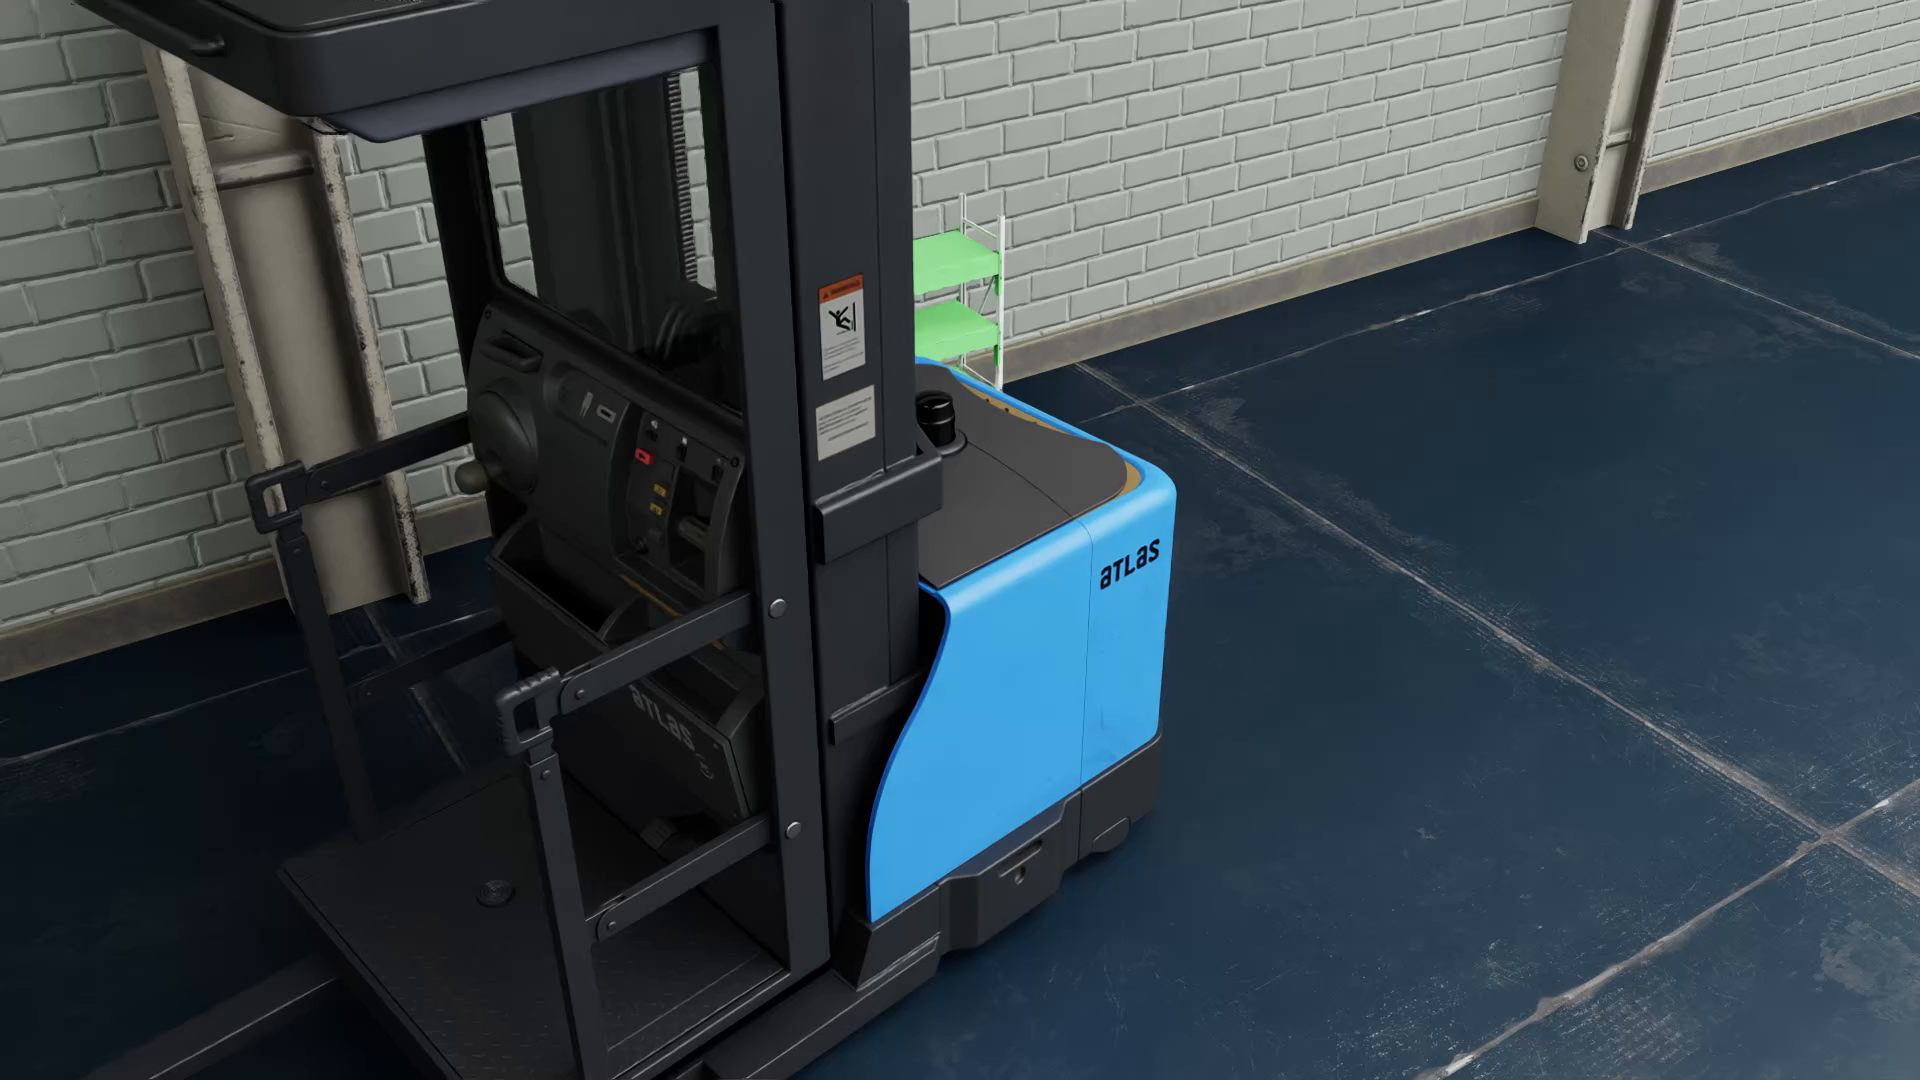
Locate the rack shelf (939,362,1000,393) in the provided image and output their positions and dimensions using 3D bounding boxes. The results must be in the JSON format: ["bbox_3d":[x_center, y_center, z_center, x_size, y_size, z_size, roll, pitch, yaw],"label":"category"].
[{"bbox_3d":[-0.139,-0.406,5.388,0.480,0.148,0.258,-19,37,-27],"label":"rack shelf"}]

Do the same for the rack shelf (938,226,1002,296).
[{"bbox_3d":[-0.139,-0.812,5.132,0.480,0.148,0.258,-19,37,-27],"label":"rack shelf"}]

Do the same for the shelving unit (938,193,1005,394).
[{"bbox_3d":[-0.139,-0.460,5.354,0.503,1.200,0.258,-19,37,-27],"label":"shelving unit"}]

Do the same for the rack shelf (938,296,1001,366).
[{"bbox_3d":[-0.139,-0.609,5.260,0.480,0.148,0.258,-19,37,-27],"label":"rack shelf"}]

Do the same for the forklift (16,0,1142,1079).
[{"bbox_3d":[-0.782,-0.091,3.146,1.130,2.935,3.031,20,38,29],"label":"forklift"}]

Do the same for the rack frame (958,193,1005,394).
[{"bbox_3d":[0.066,-0.530,5.466,0.015,1.200,0.240,-19,37,-27],"label":"rack frame"}]

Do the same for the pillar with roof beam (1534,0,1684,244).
[{"bbox_3d":[5.396,-3.427,2.749,0.400,9.000,9.100,-19,37,-27],"label":"pillar with roof beam"}]
